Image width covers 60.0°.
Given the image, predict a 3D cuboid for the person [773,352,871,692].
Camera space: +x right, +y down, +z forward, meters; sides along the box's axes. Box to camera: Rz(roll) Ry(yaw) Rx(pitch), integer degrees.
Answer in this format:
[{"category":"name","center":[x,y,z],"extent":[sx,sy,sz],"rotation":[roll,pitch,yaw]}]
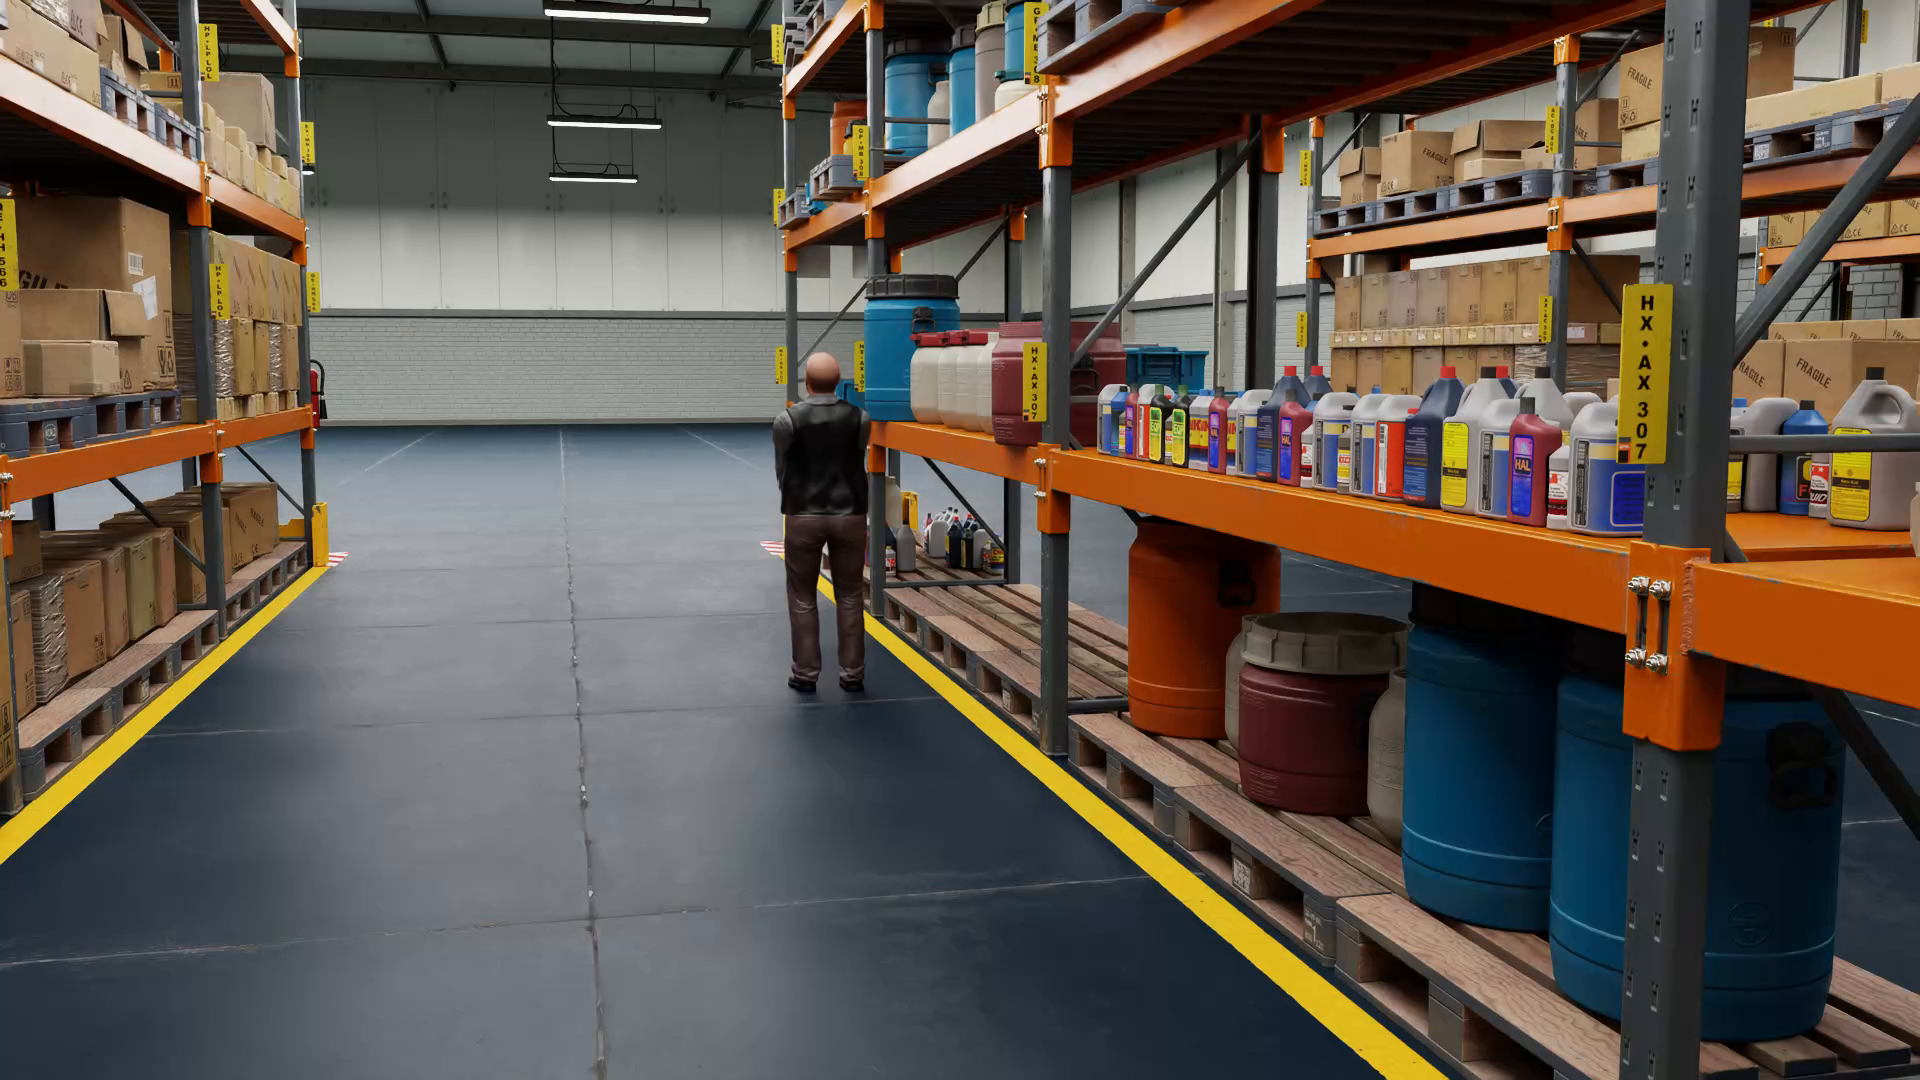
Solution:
[{"category":"person","center":[-0.717,-0.095,8.488],"extent":[0.495,1.714,0.538],"rotation":[-1,6,-14]}]
